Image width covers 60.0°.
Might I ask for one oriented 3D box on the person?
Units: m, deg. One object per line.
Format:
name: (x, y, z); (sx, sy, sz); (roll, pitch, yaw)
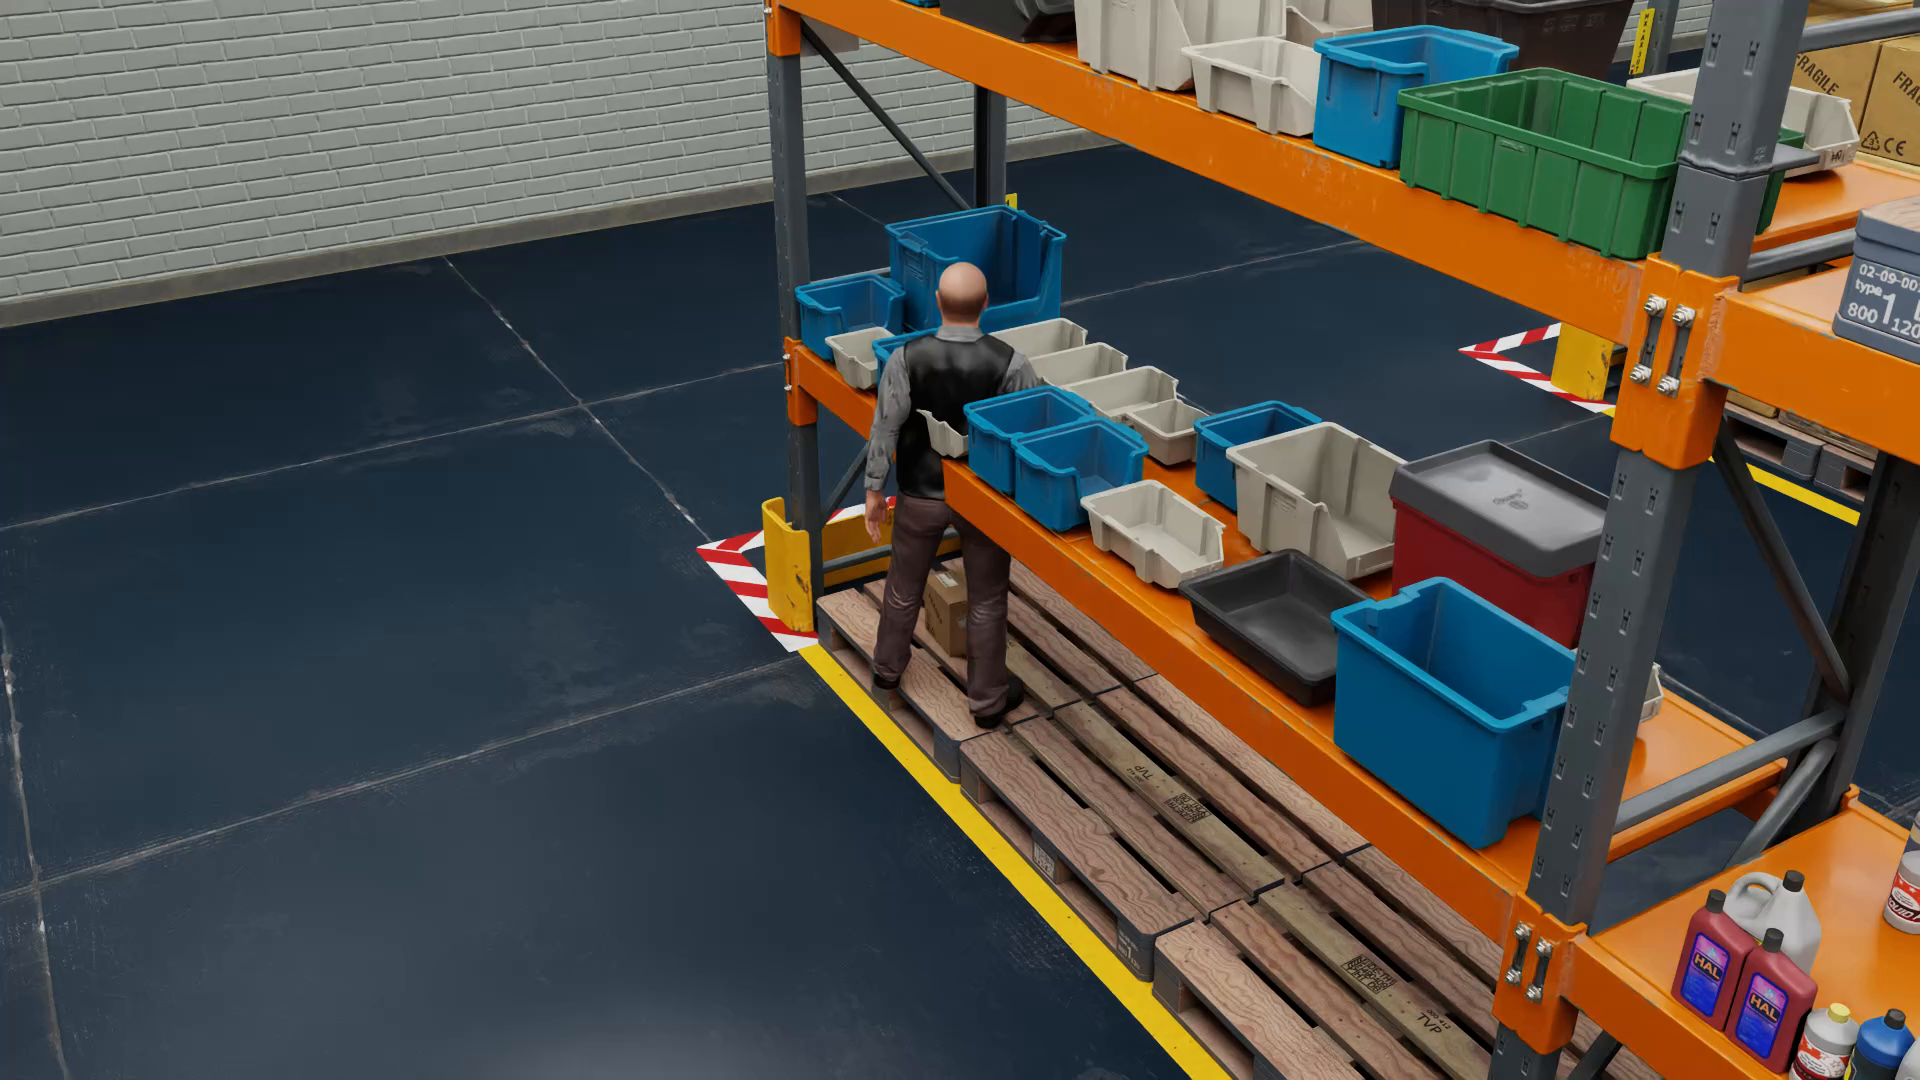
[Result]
person: (0.020, -0.115, 6.058); (0.758, 1.604, 0.519); (4, 29, 7)
